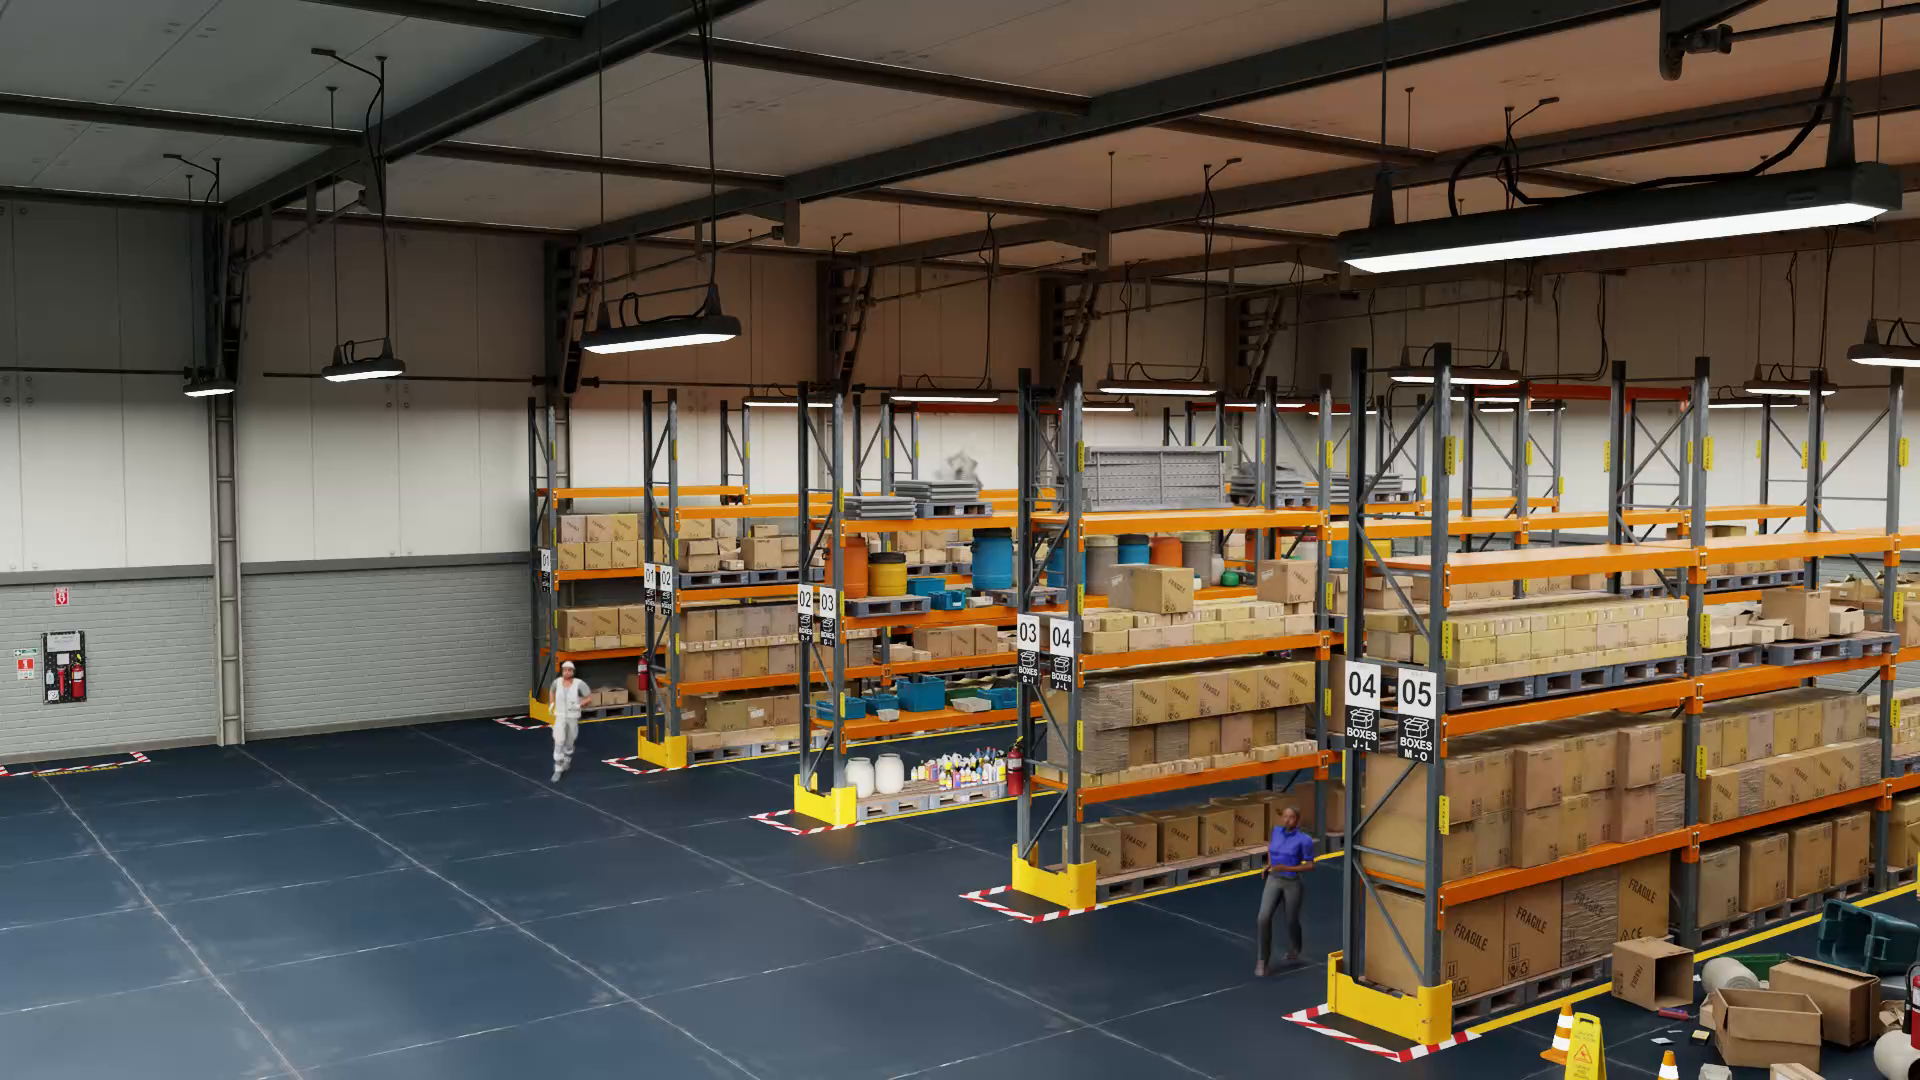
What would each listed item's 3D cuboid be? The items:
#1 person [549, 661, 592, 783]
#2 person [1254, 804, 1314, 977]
[{"bbox_3d":[-5.998,2.752,25.613,0.658,1.812,0.845,0,3,-6],"label":"person"},{"bbox_3d":[3.213,3.415,16.223,0.571,1.697,0.733,2,4,34],"label":"person"}]
